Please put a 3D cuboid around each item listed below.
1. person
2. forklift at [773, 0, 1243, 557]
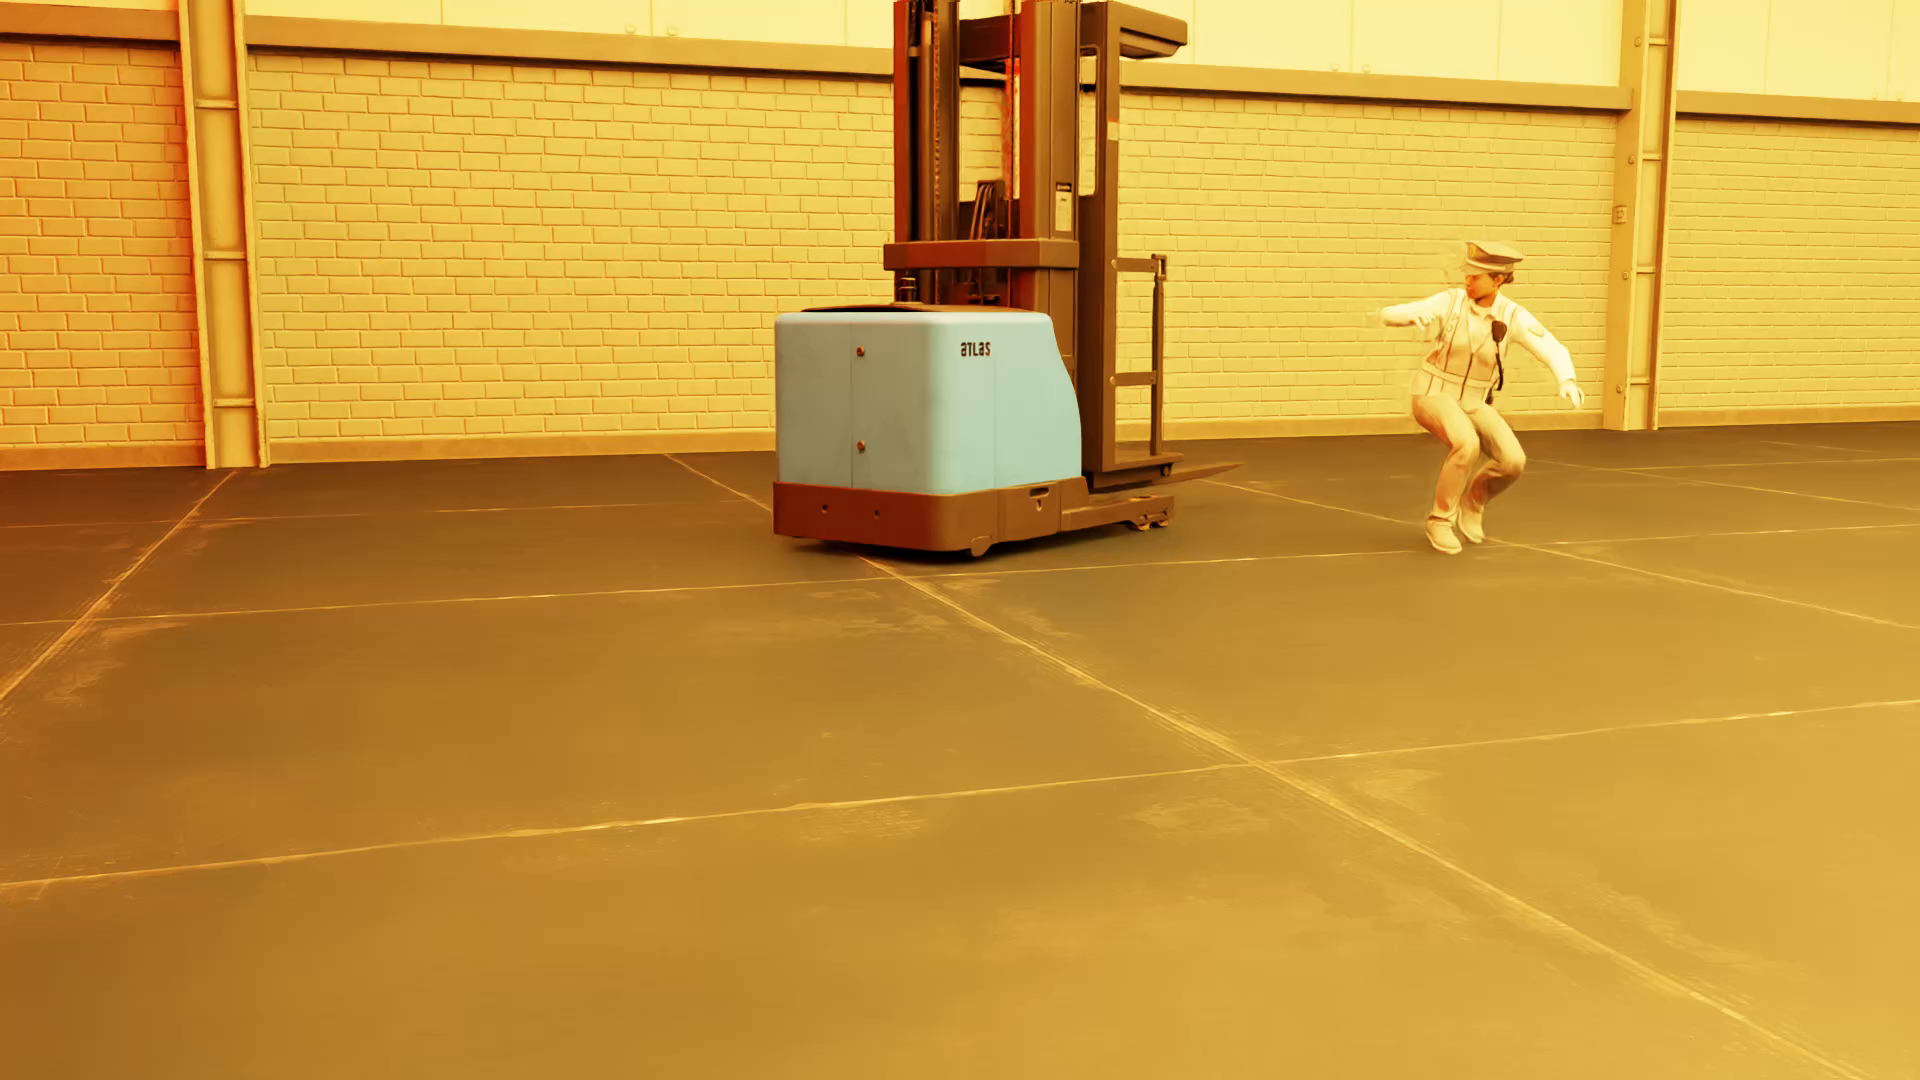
[{"bbox_3d":[2.317,-0.645,7.486,0.729,1.394,0.906,-1,8,-8],"label":"person"},{"bbox_3d":[0.434,-1.532,8.314,1.130,2.935,3.031,6,10,37],"label":"forklift"}]
